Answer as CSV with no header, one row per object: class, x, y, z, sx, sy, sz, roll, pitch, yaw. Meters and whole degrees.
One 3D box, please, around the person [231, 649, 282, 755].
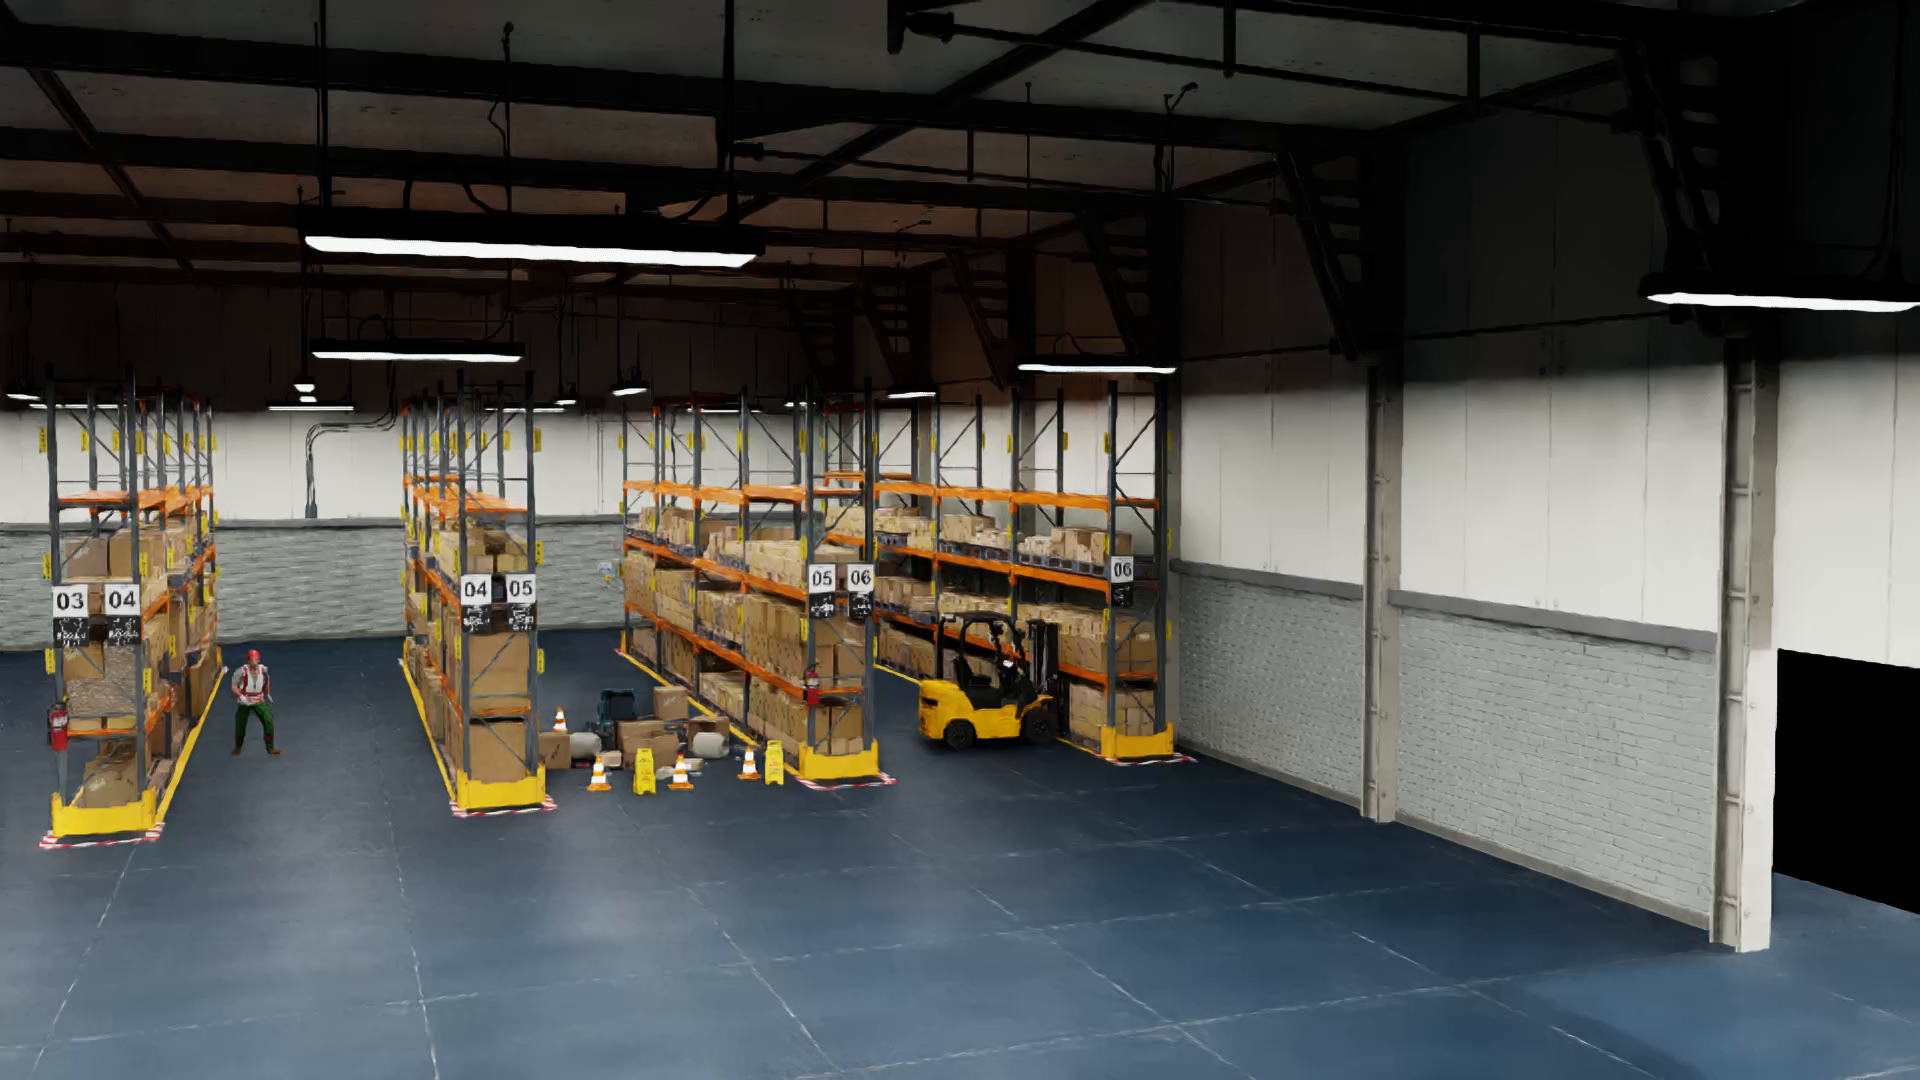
person,-11.296,2.581,26.550,0.686,1.716,0.838,-3,4,-37
